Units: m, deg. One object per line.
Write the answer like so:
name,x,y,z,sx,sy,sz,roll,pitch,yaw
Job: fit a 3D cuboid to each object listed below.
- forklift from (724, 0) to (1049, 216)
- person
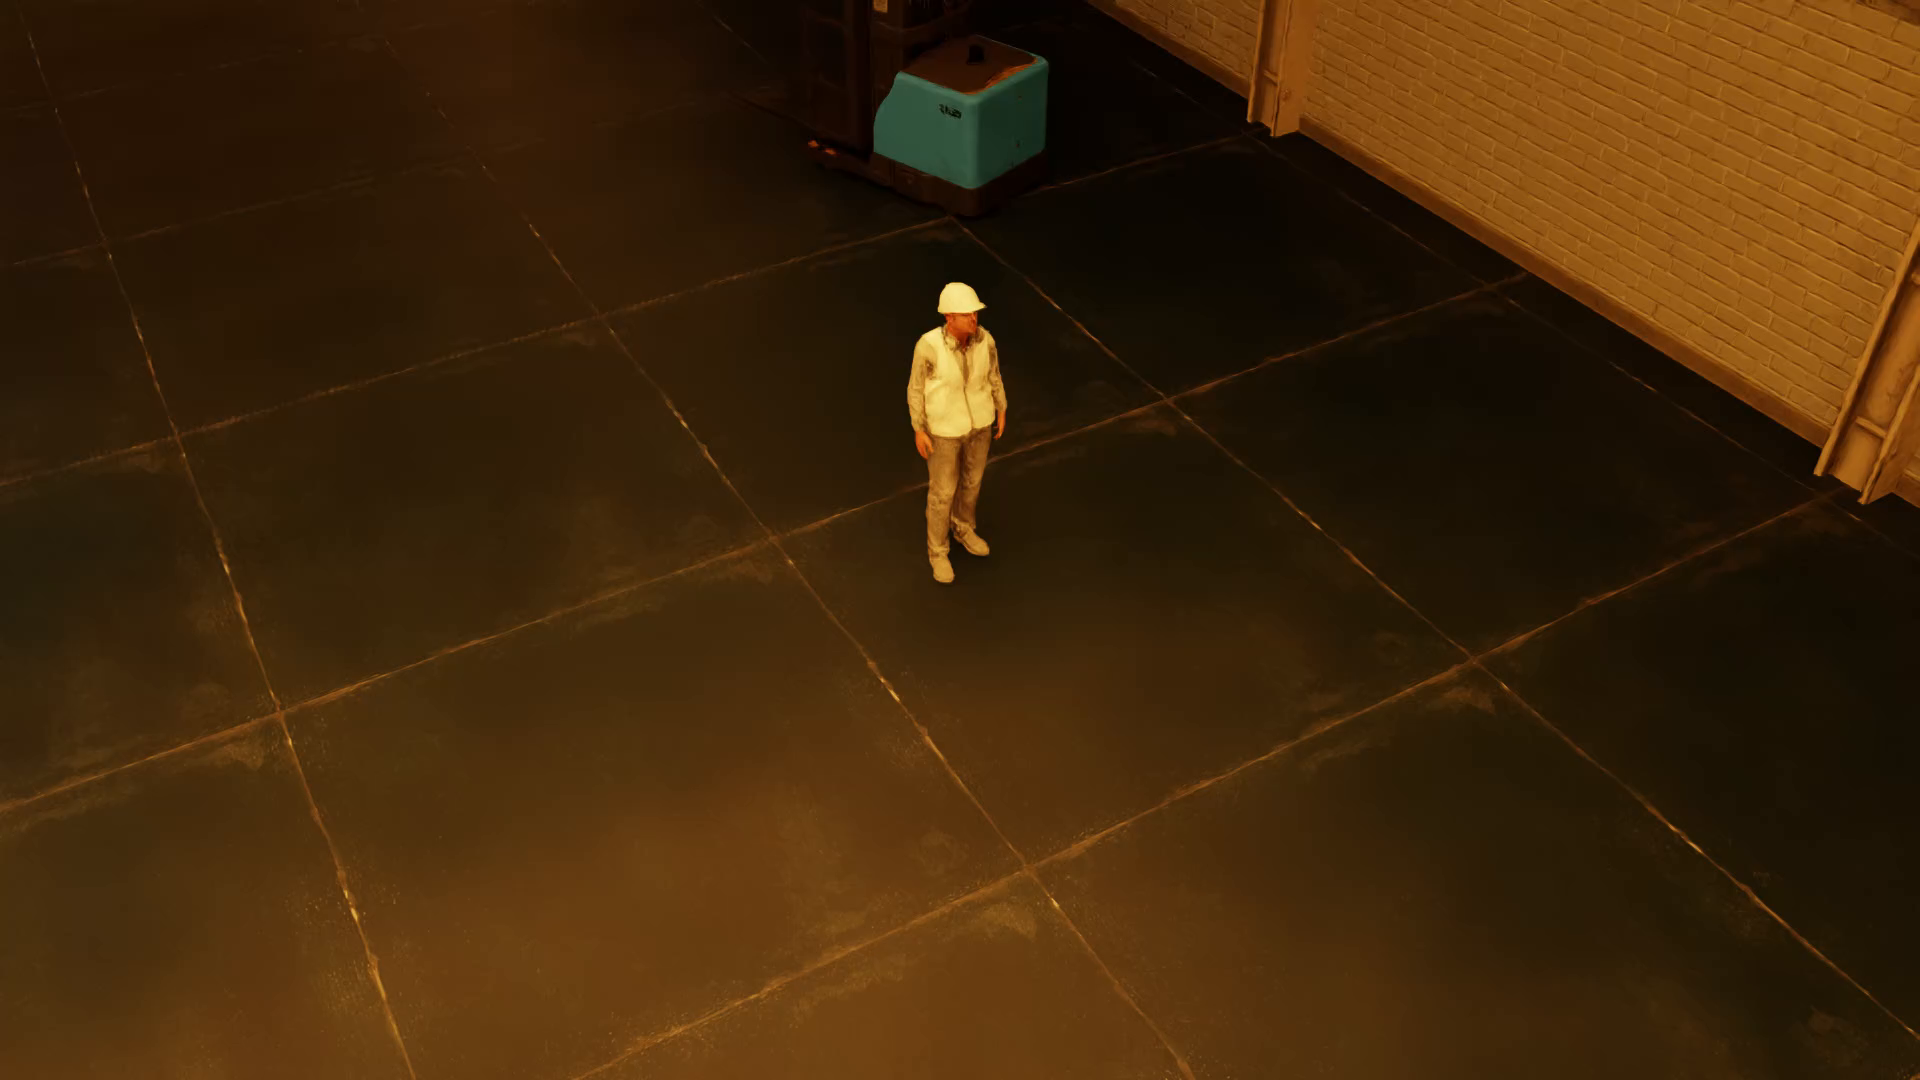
forklift,-0.728,-4.521,13.486,3.031,2.935,1.130,28,47,30
person,0.024,-0.651,9.716,0.632,1.773,0.567,-20,44,-23
